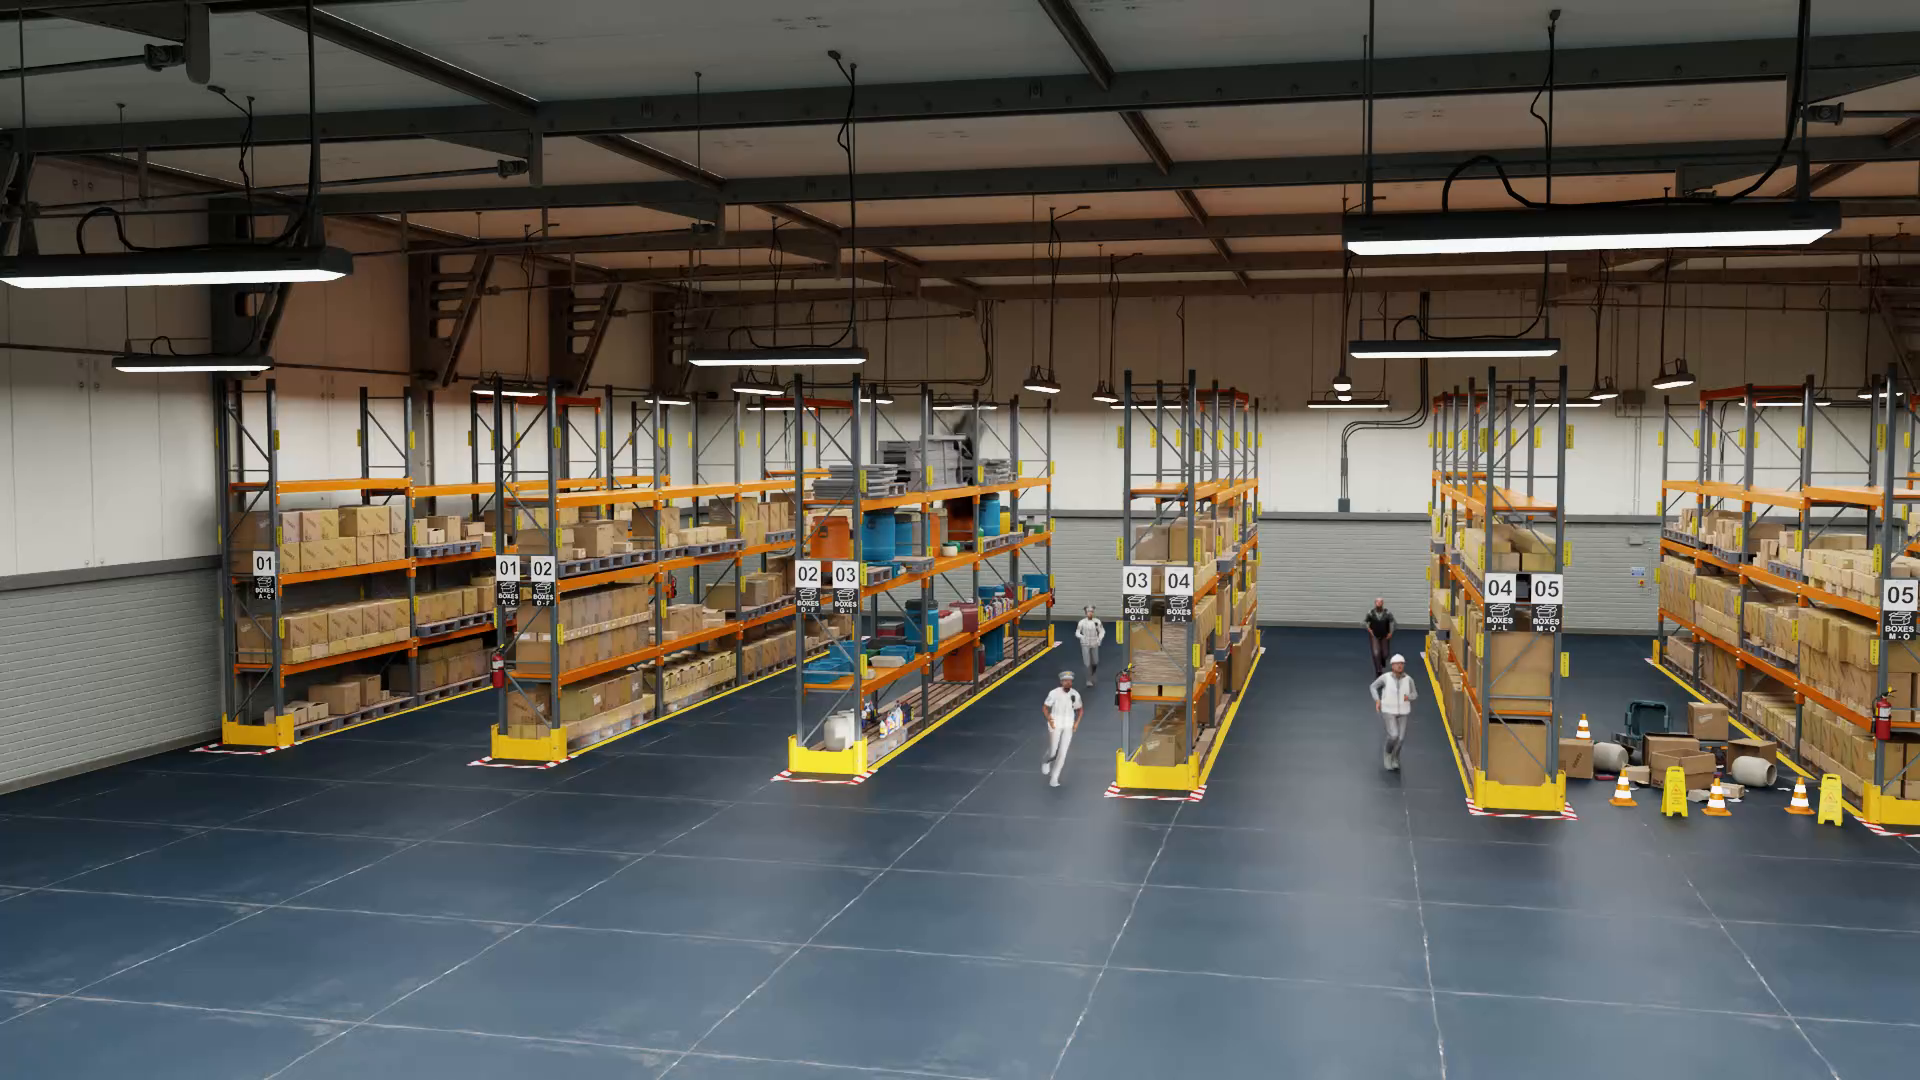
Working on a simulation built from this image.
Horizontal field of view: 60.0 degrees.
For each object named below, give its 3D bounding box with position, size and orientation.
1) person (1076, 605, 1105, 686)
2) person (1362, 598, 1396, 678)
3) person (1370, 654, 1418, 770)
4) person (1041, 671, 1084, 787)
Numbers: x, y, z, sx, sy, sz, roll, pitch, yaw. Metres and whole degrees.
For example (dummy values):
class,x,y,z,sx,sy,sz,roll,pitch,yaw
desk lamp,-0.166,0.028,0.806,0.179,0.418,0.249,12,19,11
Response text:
class,x,y,z,sx,sy,sz,roll,pitch,yaw
person,2.654,2.143,33.759,0.605,1.654,0.547,0,3,1
person,8.887,2.061,35.266,0.694,1.686,0.588,1,3,9
person,6.591,2.607,25.130,0.644,1.751,0.642,0,3,-4
person,1.513,2.729,24.338,0.599,1.669,0.632,0,3,-6
